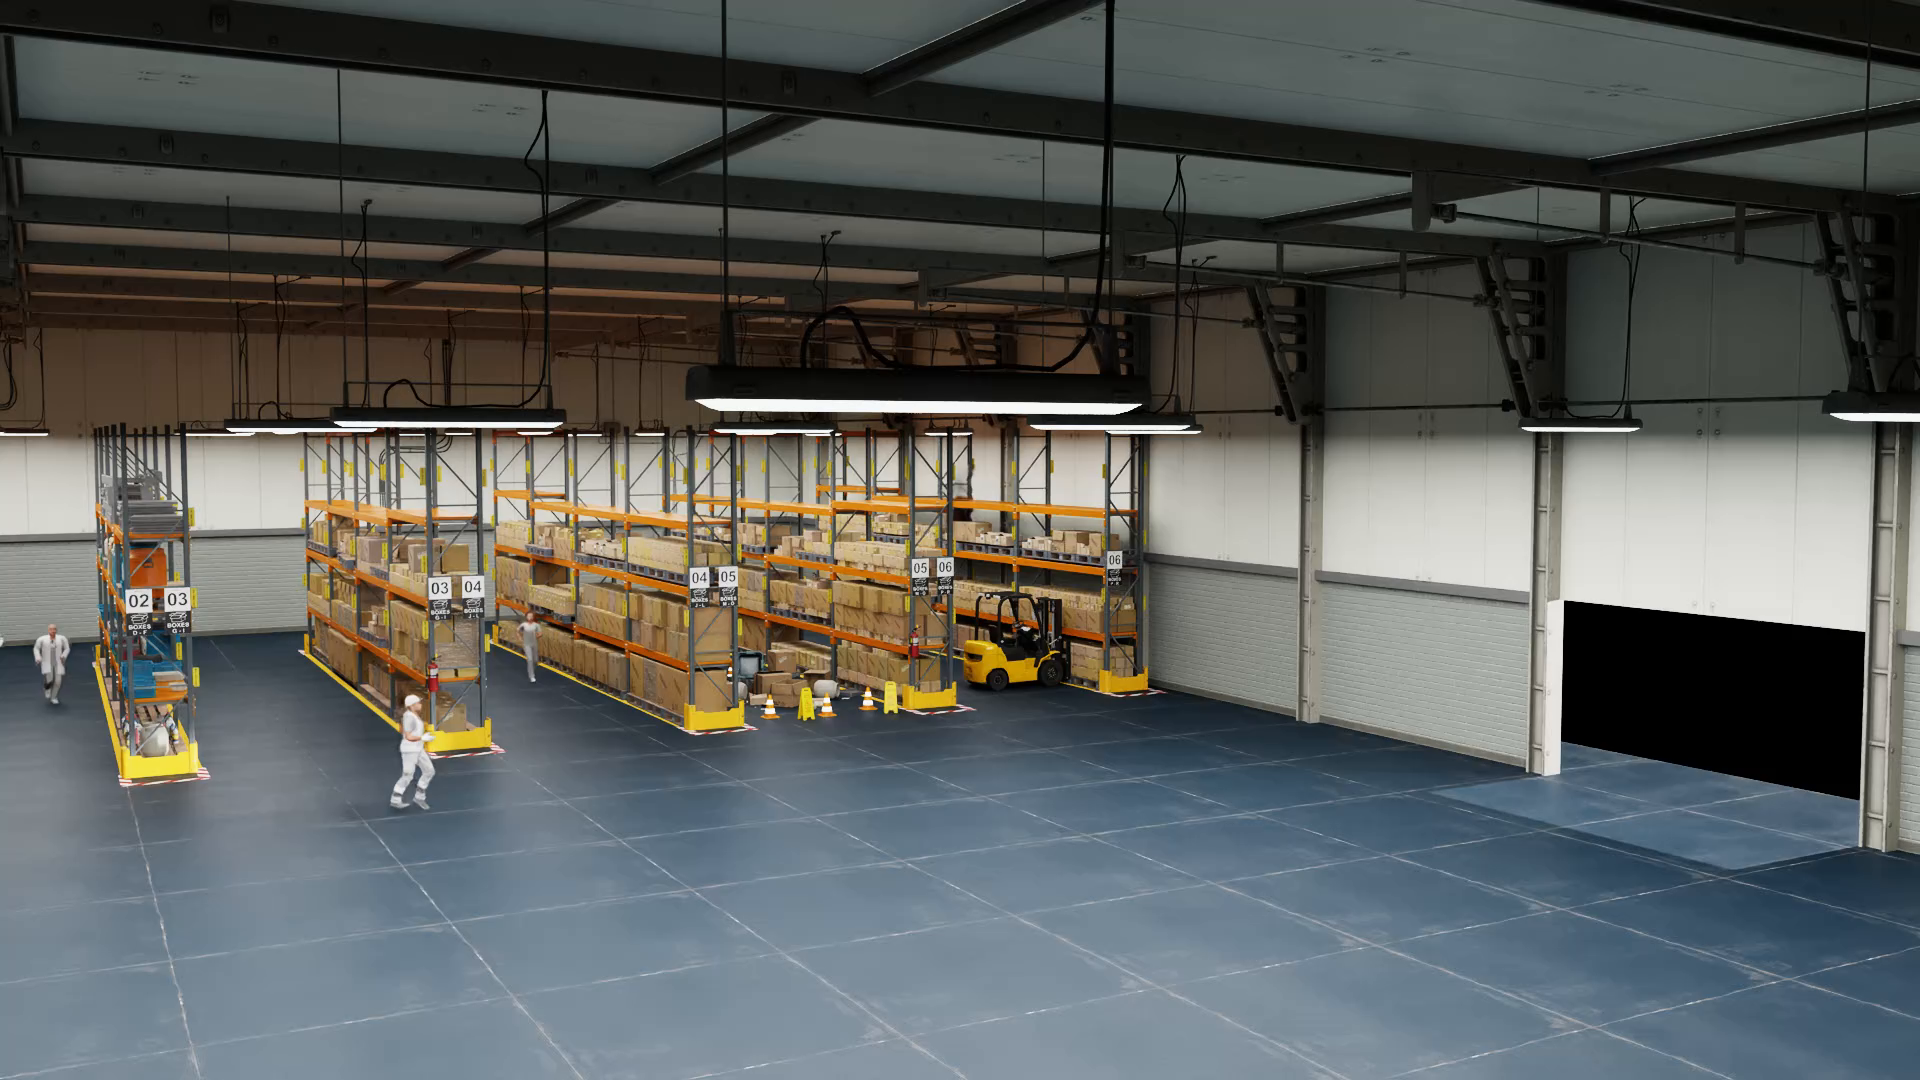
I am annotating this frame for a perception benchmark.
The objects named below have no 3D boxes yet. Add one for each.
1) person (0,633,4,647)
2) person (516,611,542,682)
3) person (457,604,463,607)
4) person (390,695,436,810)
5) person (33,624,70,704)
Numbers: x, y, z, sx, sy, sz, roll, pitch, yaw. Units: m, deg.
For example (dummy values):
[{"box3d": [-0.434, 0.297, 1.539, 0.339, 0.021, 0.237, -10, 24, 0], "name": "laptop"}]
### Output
[{"box3d": [-22.427, 2.579, 38.426, 0.618, 1.653, 0.550, -3, 5, -43], "name": "person"}, {"box3d": [-10.162, 2.507, 39.302, 0.564, 1.645, 0.865, -2, 4, -28], "name": "person"}, {"box3d": [-13.035, 2.197, 44.113, 0.634, 1.722, 0.694, -2, 4, -29], "name": "person"}, {"box3d": [-8.410, 3.291, 25.593, 0.749, 1.824, 0.635, 0, 3, -1], "name": "person"}, {"box3d": [-19.638, 2.685, 35.993, 0.696, 1.728, 0.627, -2, 4, -35], "name": "person"}]
